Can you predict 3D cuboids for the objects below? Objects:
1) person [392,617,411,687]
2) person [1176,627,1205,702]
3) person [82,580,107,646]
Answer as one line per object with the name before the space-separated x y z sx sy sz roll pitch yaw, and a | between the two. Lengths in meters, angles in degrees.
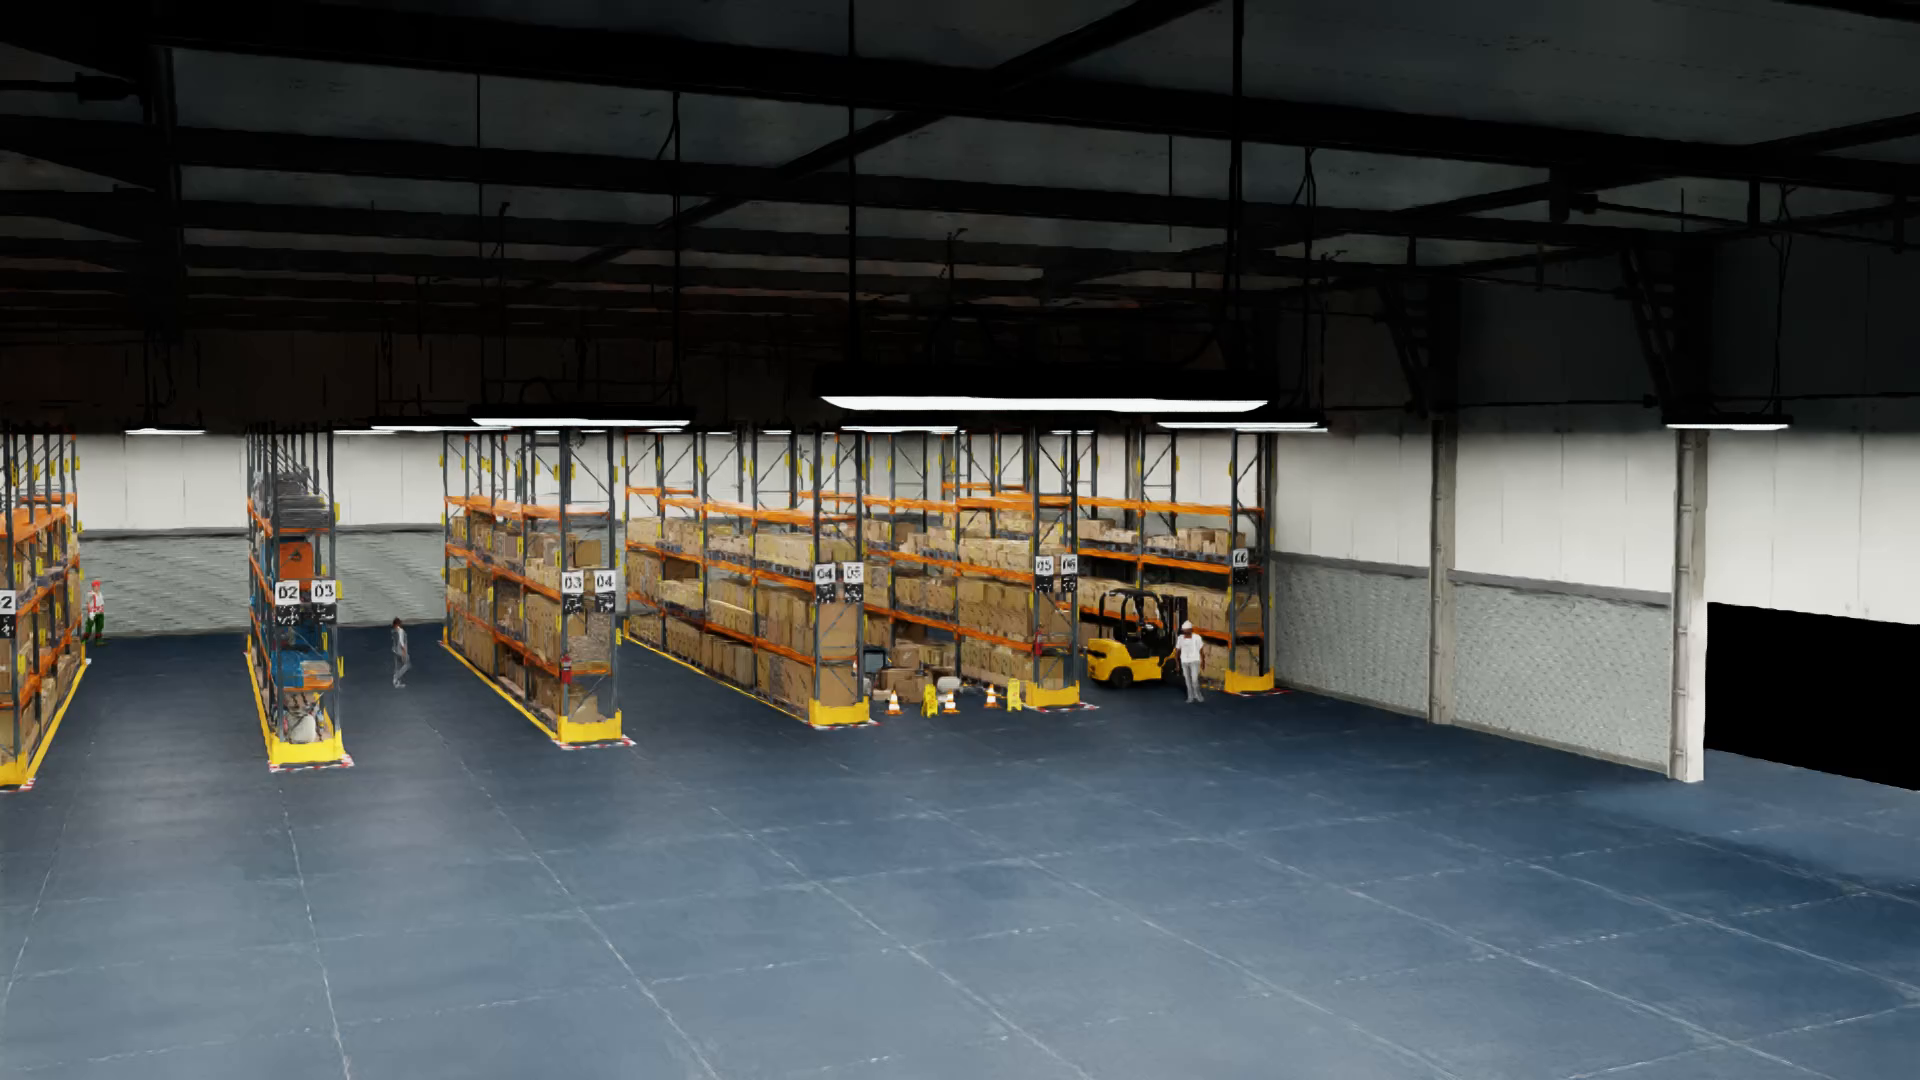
person | -12.781 2.565 37.880 0.458 1.581 0.396 3 4 38
person | 4.936 2.626 35.659 0.651 1.721 0.451 2 4 27
person | -23.677 2.004 45.326 0.454 1.788 0.694 1 4 20
